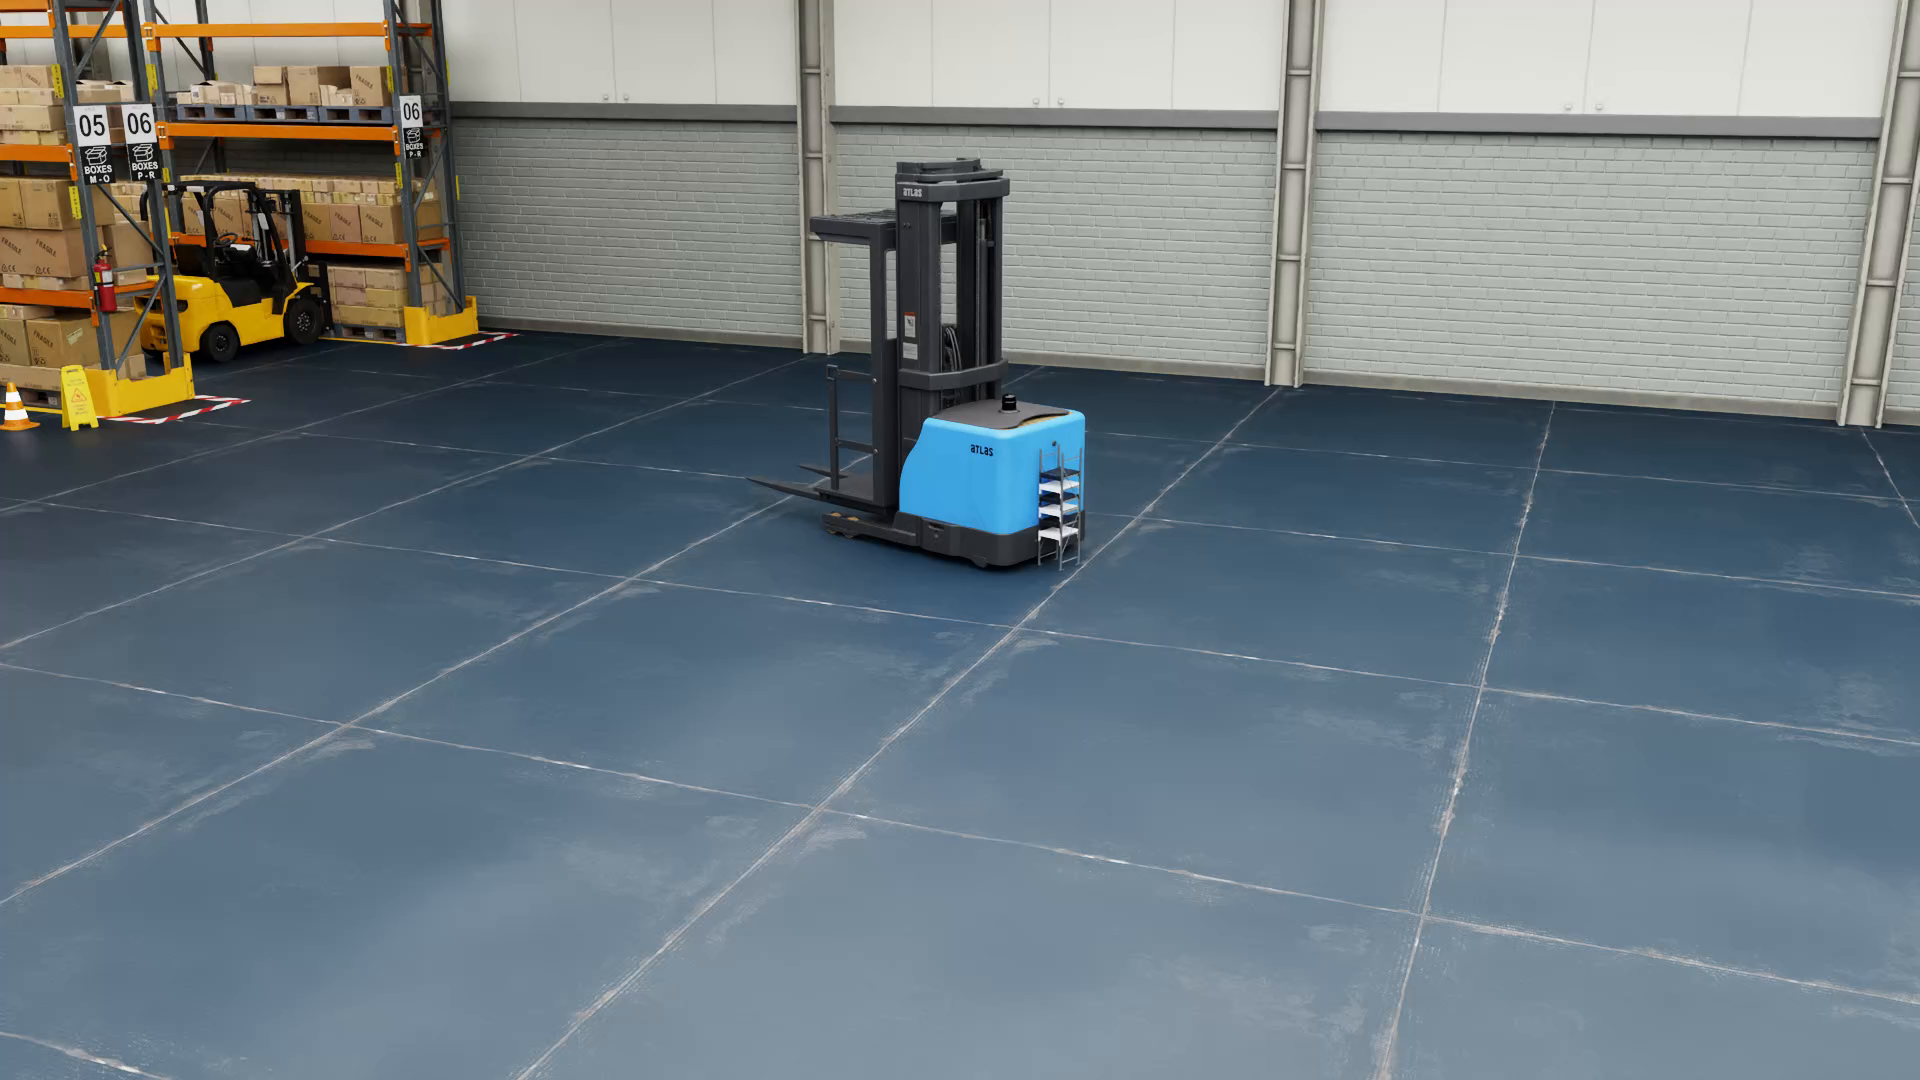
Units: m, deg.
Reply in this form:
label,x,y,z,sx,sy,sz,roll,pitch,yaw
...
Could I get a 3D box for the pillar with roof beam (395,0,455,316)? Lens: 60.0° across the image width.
label,x,y,z,sx,sy,sz,roll,pitch,yaw
pillar with roof beam,-8.952,-6.260,18.595,0.400,9.000,9.100,6,17,21

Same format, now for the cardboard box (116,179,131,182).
label,x,y,z,sx,sy,sz,roll,pitch,yaw
cardboard box,-12.191,-5.194,24.343,0.250,0.149,0.380,6,17,20

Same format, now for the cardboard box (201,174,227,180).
label,x,y,z,sx,sy,sz,roll,pitch,yaw
cardboard box,-10.306,-4.993,23.117,0.250,0.149,0.380,7,17,21

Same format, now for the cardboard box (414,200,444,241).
label,x,y,z,sx,sy,sz,roll,pitch,yaw
cardboard box,-7.414,-4.361,22.635,0.500,0.500,0.500,7,18,22

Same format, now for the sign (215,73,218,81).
label,x,y,z,sx,sy,sz,roll,pitch,yaw
sign,-10.574,-6.470,23.631,0.005,0.325,0.100,6,17,21

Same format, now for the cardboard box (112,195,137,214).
label,x,y,z,sx,sy,sz,roll,pitch,yaw
cardboard box,-11.808,-4.802,23.706,0.500,0.250,0.500,6,17,19

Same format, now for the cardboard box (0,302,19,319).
label,x,y,z,sx,sy,sz,roll,pitch,yaw
cardboard box,-10.313,-2.516,18.131,0.250,0.149,0.380,7,17,22

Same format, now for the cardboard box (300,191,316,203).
label,x,y,z,sx,sy,sz,roll,pitch,yaw
cardboard box,-8.683,-4.637,22.424,0.250,0.149,0.380,6,17,21

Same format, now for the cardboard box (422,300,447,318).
label,x,y,z,sx,sy,sz,roll,pitch,yaw
cardboard box,-7.440,-3.172,22.899,0.500,0.250,0.500,6,17,21

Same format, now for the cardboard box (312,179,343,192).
label,x,y,z,sx,sy,sz,roll,pitch,yaw
cardboard box,-8.447,-4.754,22.292,0.250,0.149,0.380,7,18,22

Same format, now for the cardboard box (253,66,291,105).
label,x,y,z,sx,sy,sz,roll,pitch,yaw
cardboard box,-9.003,-6.112,22.350,0.637,0.503,0.797,7,18,22

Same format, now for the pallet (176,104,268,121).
label,x,y,z,sx,sy,sz,roll,pitch,yaw
pallet,-9.973,-5.917,22.953,1.213,0.211,1.003,6,17,21

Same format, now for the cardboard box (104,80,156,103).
label,x,y,z,sx,sy,sz,roll,pitch,yaw
cardboard box,-11.539,-6.257,23.195,0.500,0.311,0.500,6,17,19

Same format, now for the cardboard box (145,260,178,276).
label,x,y,z,sx,sy,sz,roll,pitch,yaw
cardboard box,-11.266,-3.711,24.082,0.625,0.625,0.875,7,18,23

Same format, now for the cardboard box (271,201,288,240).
label,x,y,z,sx,sy,sz,roll,pitch,yaw
cardboard box,-9.037,-4.377,22.690,0.500,0.500,0.500,6,17,21

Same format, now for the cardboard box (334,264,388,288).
label,x,y,z,sx,sy,sz,roll,pitch,yaw
cardboard box,-8.075,-3.568,22.470,0.500,0.250,0.500,7,17,22

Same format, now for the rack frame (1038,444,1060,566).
label,x,y,z,sx,sy,sz,roll,pitch,yaw
rack frame,0.668,-0.263,12.467,0.006,0.900,0.240,14,21,39

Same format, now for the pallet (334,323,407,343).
label,x,y,z,sx,sy,sz,roll,pitch,yaw
pallet,-7.782,-2.918,22.847,1.213,0.211,1.003,6,17,21

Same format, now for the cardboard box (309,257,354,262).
label,x,y,z,sx,sy,sz,roll,pitch,yaw
cardboard box,-8.835,-3.808,23.296,0.500,0.250,0.500,6,17,20

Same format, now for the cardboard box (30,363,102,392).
label,x,y,z,sx,sy,sz,roll,pitch,yaw
cardboard box,-9.746,-1.799,18.168,0.500,0.250,0.500,6,17,20

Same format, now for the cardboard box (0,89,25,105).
label,x,y,z,sx,sy,sz,roll,pitch,yaw
cardboard box,-9.983,-4.660,17.486,0.250,0.149,0.380,6,17,21

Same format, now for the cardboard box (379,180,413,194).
label,x,y,z,sx,sy,sz,roll,pitch,yaw
cardboard box,-7.466,-4.674,22.018,0.250,0.149,0.380,6,17,21

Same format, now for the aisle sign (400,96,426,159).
label,x,y,z,sx,sy,sz,roll,pitch,yaw
aisle sign,-7.102,-5.356,21.578,0.004,0.787,0.394,6,17,21

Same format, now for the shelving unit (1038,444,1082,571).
label,x,y,z,sx,sy,sz,roll,pitch,yaw
shelving unit,0.745,-0.245,12.403,0.210,0.900,0.258,14,21,39

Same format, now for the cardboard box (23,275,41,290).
label,x,y,z,sx,sy,sz,roll,pitch,yaw
cardboard box,-9.806,-2.793,17.866,0.250,0.149,0.380,6,17,20

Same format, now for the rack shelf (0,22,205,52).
label,x,y,z,sx,sy,sz,roll,pitch,yaw
rack shelf,-12.637,-7.147,23.660,4.000,0.370,1.077,6,17,21

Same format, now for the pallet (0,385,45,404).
label,x,y,z,sx,sy,sz,roll,pitch,yaw
pallet,-10.818,-1.788,18.955,1.213,0.211,1.003,6,17,21

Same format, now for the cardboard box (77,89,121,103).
label,x,y,z,sx,sy,sz,roll,pitch,yaw
cardboard box,-9.129,-4.694,17.604,0.250,0.149,0.380,6,17,20

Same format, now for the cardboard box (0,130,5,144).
label,x,y,z,sx,sy,sz,roll,pitch,yaw
cardboard box,-9.997,-4.282,17.614,0.250,0.149,0.380,6,17,21

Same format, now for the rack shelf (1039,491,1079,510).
label,x,y,z,sx,sy,sz,roll,pitch,yaw
rack shelf,0.745,-0.299,12.387,0.200,0.077,0.258,14,21,39

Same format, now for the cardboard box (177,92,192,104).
label,x,y,z,sx,sy,sz,roll,pitch,yaw
cardboard box,-10.470,-6.044,22.751,0.250,0.149,0.380,7,17,22

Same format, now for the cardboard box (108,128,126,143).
label,x,y,z,sx,sy,sz,roll,pitch,yaw
cardboard box,-9.062,-4.340,17.814,0.250,0.149,0.380,6,17,21

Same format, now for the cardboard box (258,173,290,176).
label,x,y,z,sx,sy,sz,roll,pitch,yaw
cardboard box,-9.643,-5.078,23.408,0.250,0.149,0.380,6,17,20

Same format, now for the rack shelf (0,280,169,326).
label,x,y,z,sx,sy,sz,roll,pitch,yaw
rack shelf,-10.734,-2.761,18.596,4.000,0.370,1.077,6,17,21

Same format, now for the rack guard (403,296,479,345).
label,x,y,z,sx,sy,sz,roll,pitch,yaw
rack guard,-7.033,-2.987,22.566,0.348,0.500,1.175,6,17,21

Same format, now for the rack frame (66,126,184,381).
label,x,y,z,sx,sy,sz,roll,pitch,yaw
rack frame,-8.873,-2.902,17.791,0.127,3.000,1.000,6,17,21

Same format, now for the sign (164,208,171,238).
label,x,y,z,sx,sy,sz,roll,pitch,yaw
sign,-8.674,-3.459,18.155,0.005,0.325,0.100,6,17,21

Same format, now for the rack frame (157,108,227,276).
label,x,y,z,sx,sy,sz,roll,pitch,yaw
rack frame,-10.776,-4.599,23.636,0.127,3.000,1.000,6,17,21

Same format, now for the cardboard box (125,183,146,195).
label,x,y,z,sx,sy,sz,roll,pitch,yaw
cardboard box,-11.631,-4.996,23.661,0.250,0.149,0.380,6,17,21

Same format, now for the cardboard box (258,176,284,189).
label,x,y,z,sx,sy,sz,roll,pitch,yaw
cardboard box,-9.361,-4.881,22.729,0.250,0.149,0.380,6,17,20

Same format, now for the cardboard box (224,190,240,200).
label,x,y,z,sx,sy,sz,roll,pitch,yaw
cardboard box,-9.880,-4.768,22.874,0.250,0.149,0.380,7,17,22

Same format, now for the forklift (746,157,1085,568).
label,x,y,z,sx,sy,sz,roll,pitch,yaw
forklift,-0.473,-1.522,13.159,3.031,2.935,1.130,14,21,39

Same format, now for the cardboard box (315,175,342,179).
label,x,y,z,sx,sy,sz,roll,pitch,yaw
cardboard box,-8.718,-4.948,22.960,0.250,0.149,0.380,6,17,21

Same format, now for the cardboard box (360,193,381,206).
label,x,y,z,sx,sy,sz,roll,pitch,yaw
cardboard box,-7.729,-4.531,22.057,0.250,0.149,0.380,7,17,22

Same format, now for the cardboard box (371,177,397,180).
label,x,y,z,sx,sy,sz,roll,pitch,yaw
cardboard box,-7.771,-4.841,22.592,0.250,0.149,0.380,7,17,22

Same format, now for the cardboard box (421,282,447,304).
label,x,y,z,sx,sy,sz,roll,pitch,yaw
cardboard box,-7.416,-3.413,22.833,0.500,0.250,0.500,7,17,22

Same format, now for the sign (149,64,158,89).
label,x,y,z,sx,sy,sz,roll,pitch,yaw
sign,-10.966,-6.297,22.613,0.005,0.325,0.100,6,17,21

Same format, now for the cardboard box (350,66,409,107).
label,x,y,z,sx,sy,sz,roll,pitch,yaw
cardboard box,-7.556,-5.910,21.660,0.500,0.500,0.500,7,18,22
